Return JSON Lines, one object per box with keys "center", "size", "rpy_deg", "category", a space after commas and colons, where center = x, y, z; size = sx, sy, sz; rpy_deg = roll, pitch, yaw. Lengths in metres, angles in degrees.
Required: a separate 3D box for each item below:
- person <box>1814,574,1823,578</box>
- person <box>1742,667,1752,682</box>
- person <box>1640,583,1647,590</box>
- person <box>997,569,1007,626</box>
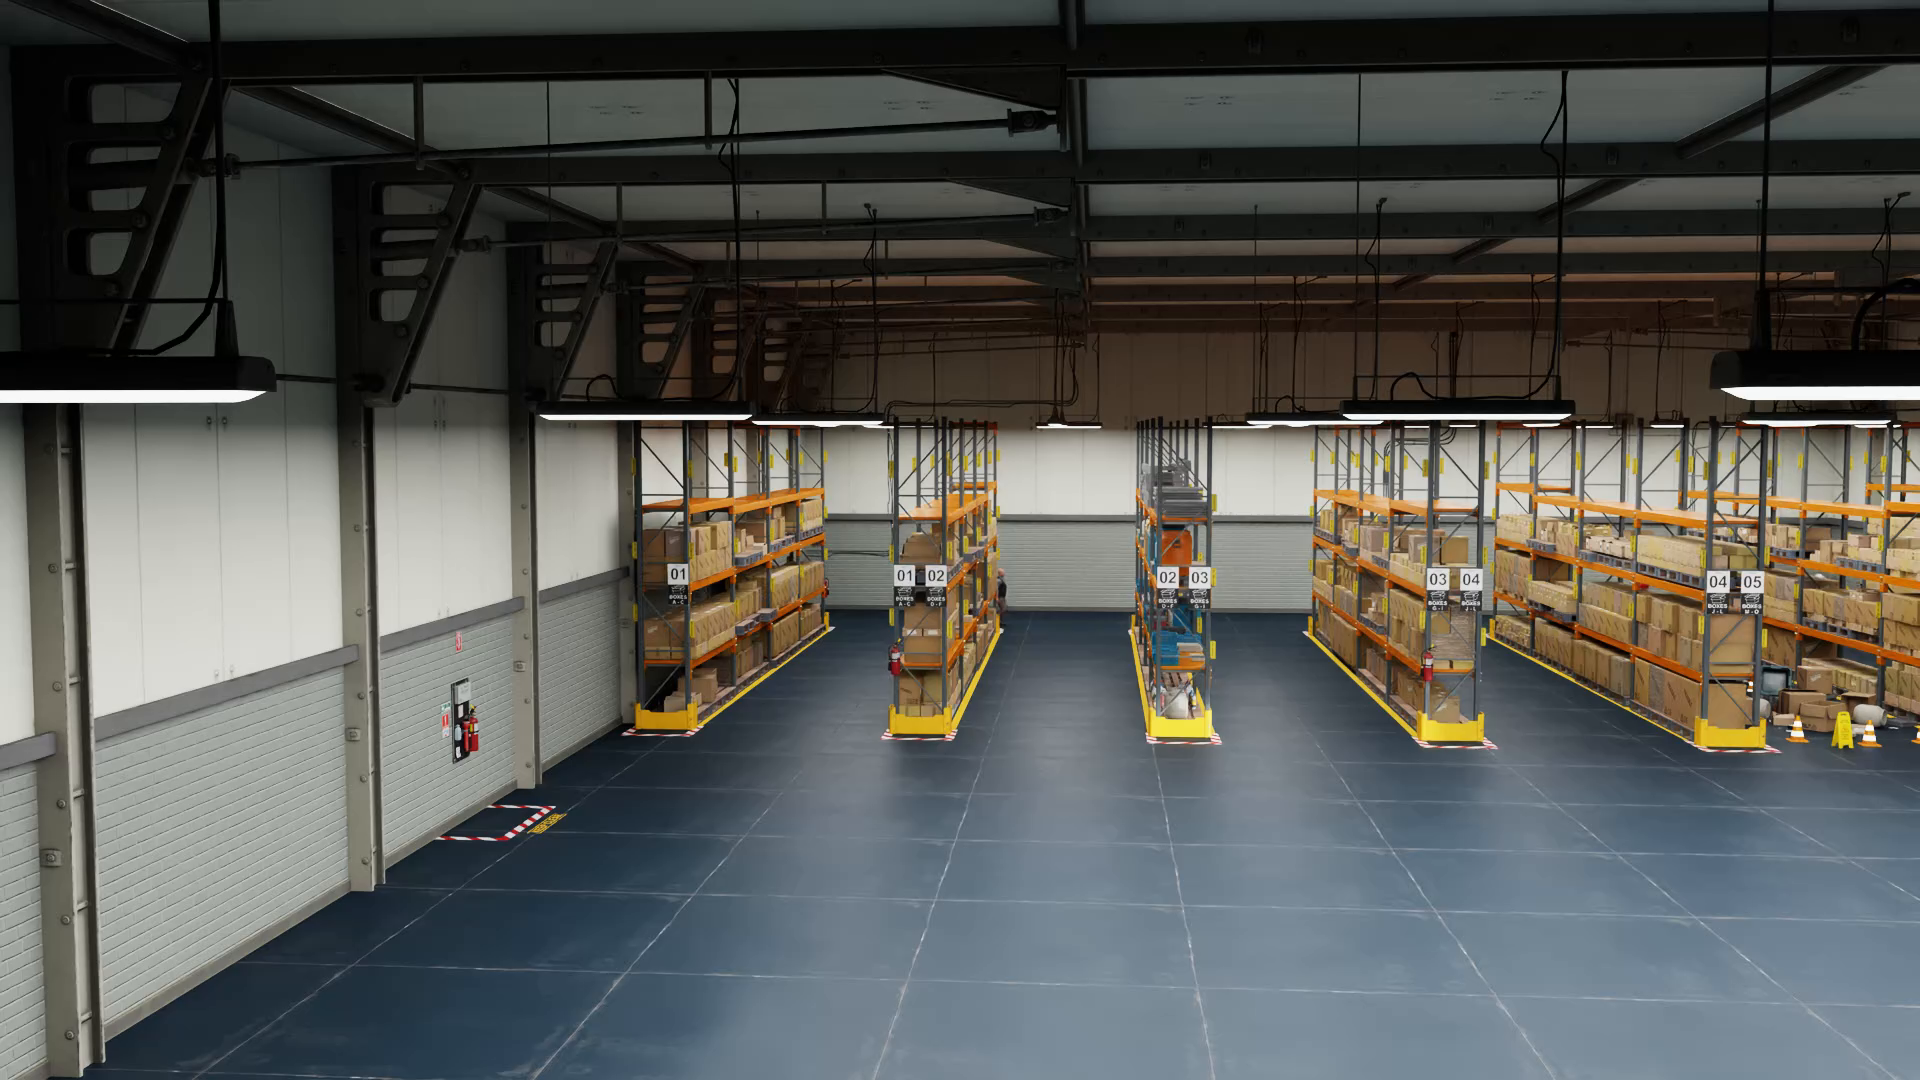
{"center": [24.119, 1.810, 46.685], "size": [1.019, 1.731, 0.560], "rpy_deg": [0, 4, 4], "category": "person"}
{"center": [17.887, 2.467, 37.934], "size": [0.409, 1.616, 0.630], "rpy_deg": [-1, 4, -11], "category": "person"}
{"center": [19.785, 1.696, 48.323], "size": [0.617, 1.710, 0.529], "rpy_deg": [-1, 4, -11], "category": "person"}
{"center": [1.165, 1.682, 48.587], "size": [0.469, 1.704, 0.575], "rpy_deg": [1, 4, 14], "category": "person"}
